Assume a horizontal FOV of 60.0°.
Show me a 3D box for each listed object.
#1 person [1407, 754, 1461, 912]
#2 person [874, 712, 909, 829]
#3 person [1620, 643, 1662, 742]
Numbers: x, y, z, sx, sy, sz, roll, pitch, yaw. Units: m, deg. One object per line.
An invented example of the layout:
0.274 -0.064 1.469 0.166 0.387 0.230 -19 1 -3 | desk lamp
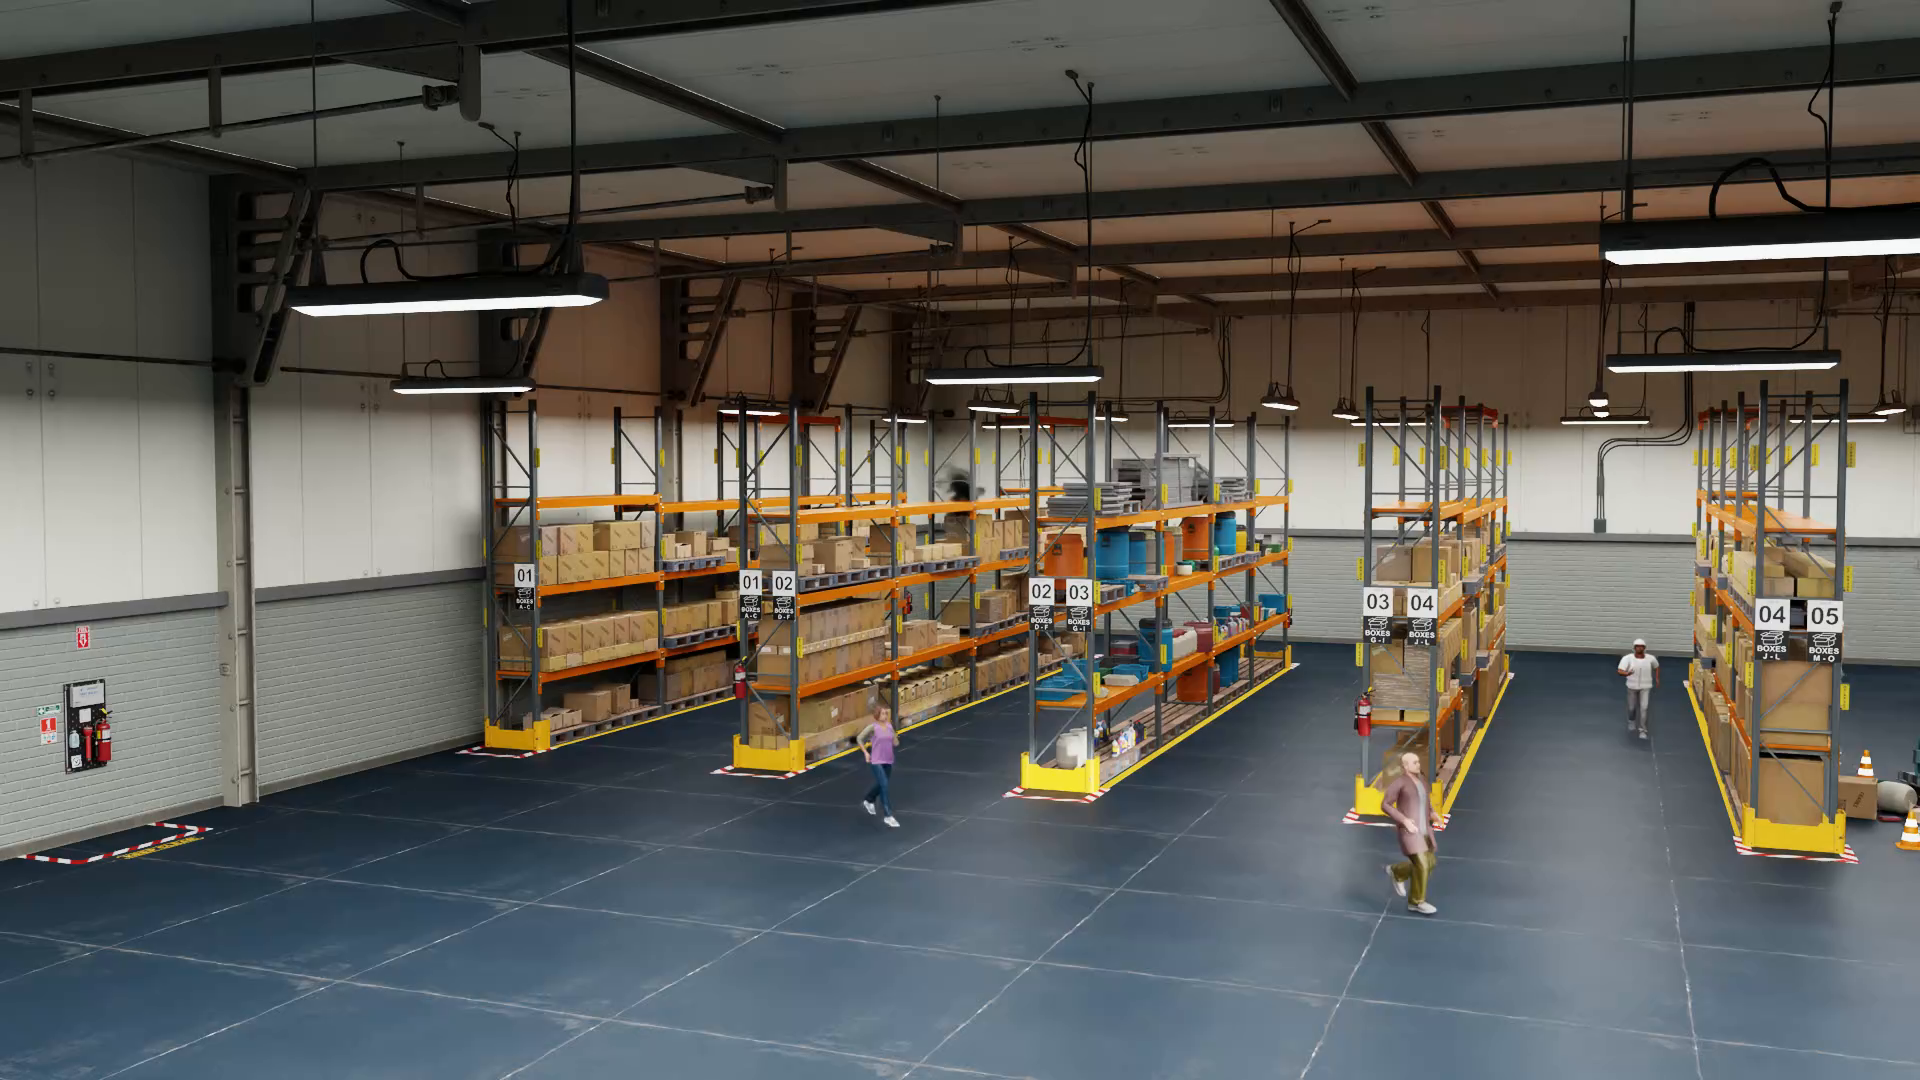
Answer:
5.202 3.226 18.179 0.656 1.762 0.673 -2 4 -37 | person
-0.969 3.107 22.567 0.499 1.555 0.705 -2 4 -40 | person
12.066 2.689 29.470 0.708 1.722 0.708 1 3 20 | person
